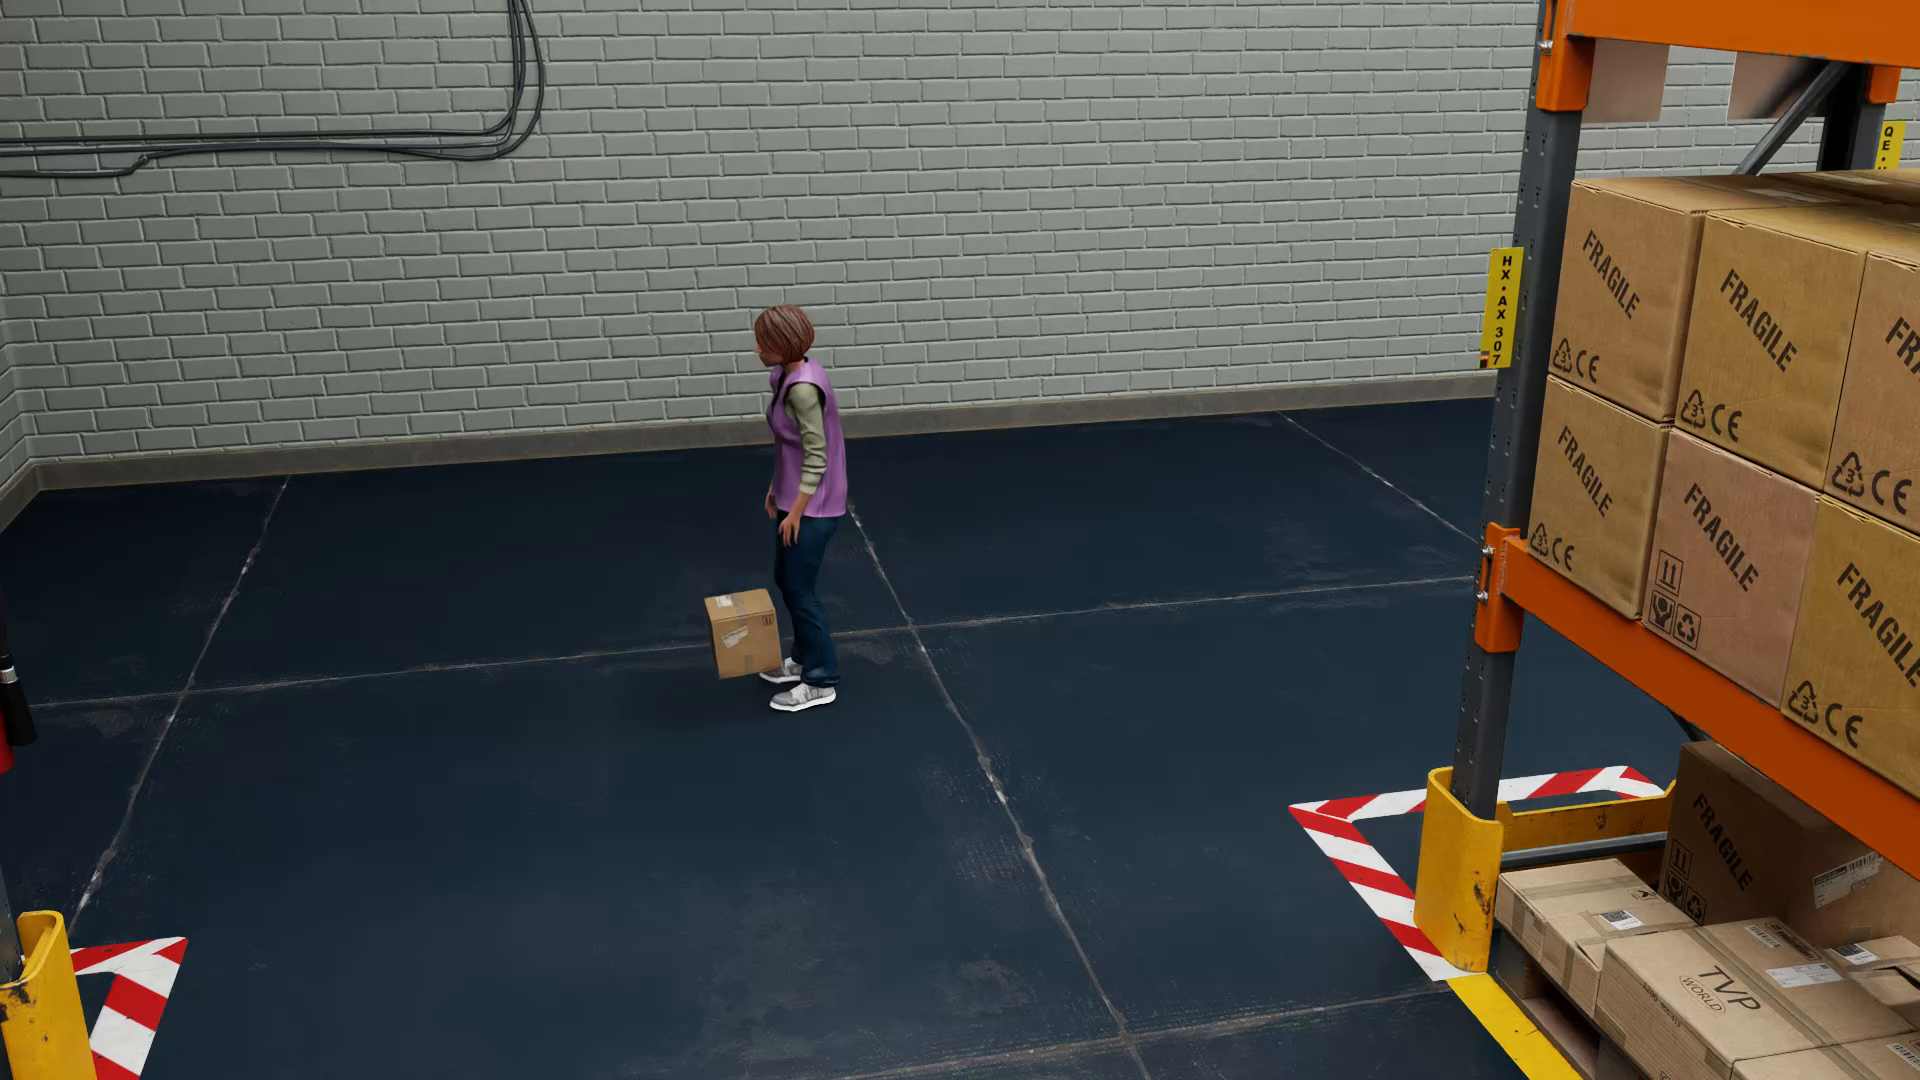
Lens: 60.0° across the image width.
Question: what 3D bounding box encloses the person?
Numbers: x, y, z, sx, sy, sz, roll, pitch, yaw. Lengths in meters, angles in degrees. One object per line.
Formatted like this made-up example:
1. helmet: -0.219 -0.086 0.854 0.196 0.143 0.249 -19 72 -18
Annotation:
1. person: -0.616 -0.123 6.432 0.347 1.590 0.473 -6 21 -15
